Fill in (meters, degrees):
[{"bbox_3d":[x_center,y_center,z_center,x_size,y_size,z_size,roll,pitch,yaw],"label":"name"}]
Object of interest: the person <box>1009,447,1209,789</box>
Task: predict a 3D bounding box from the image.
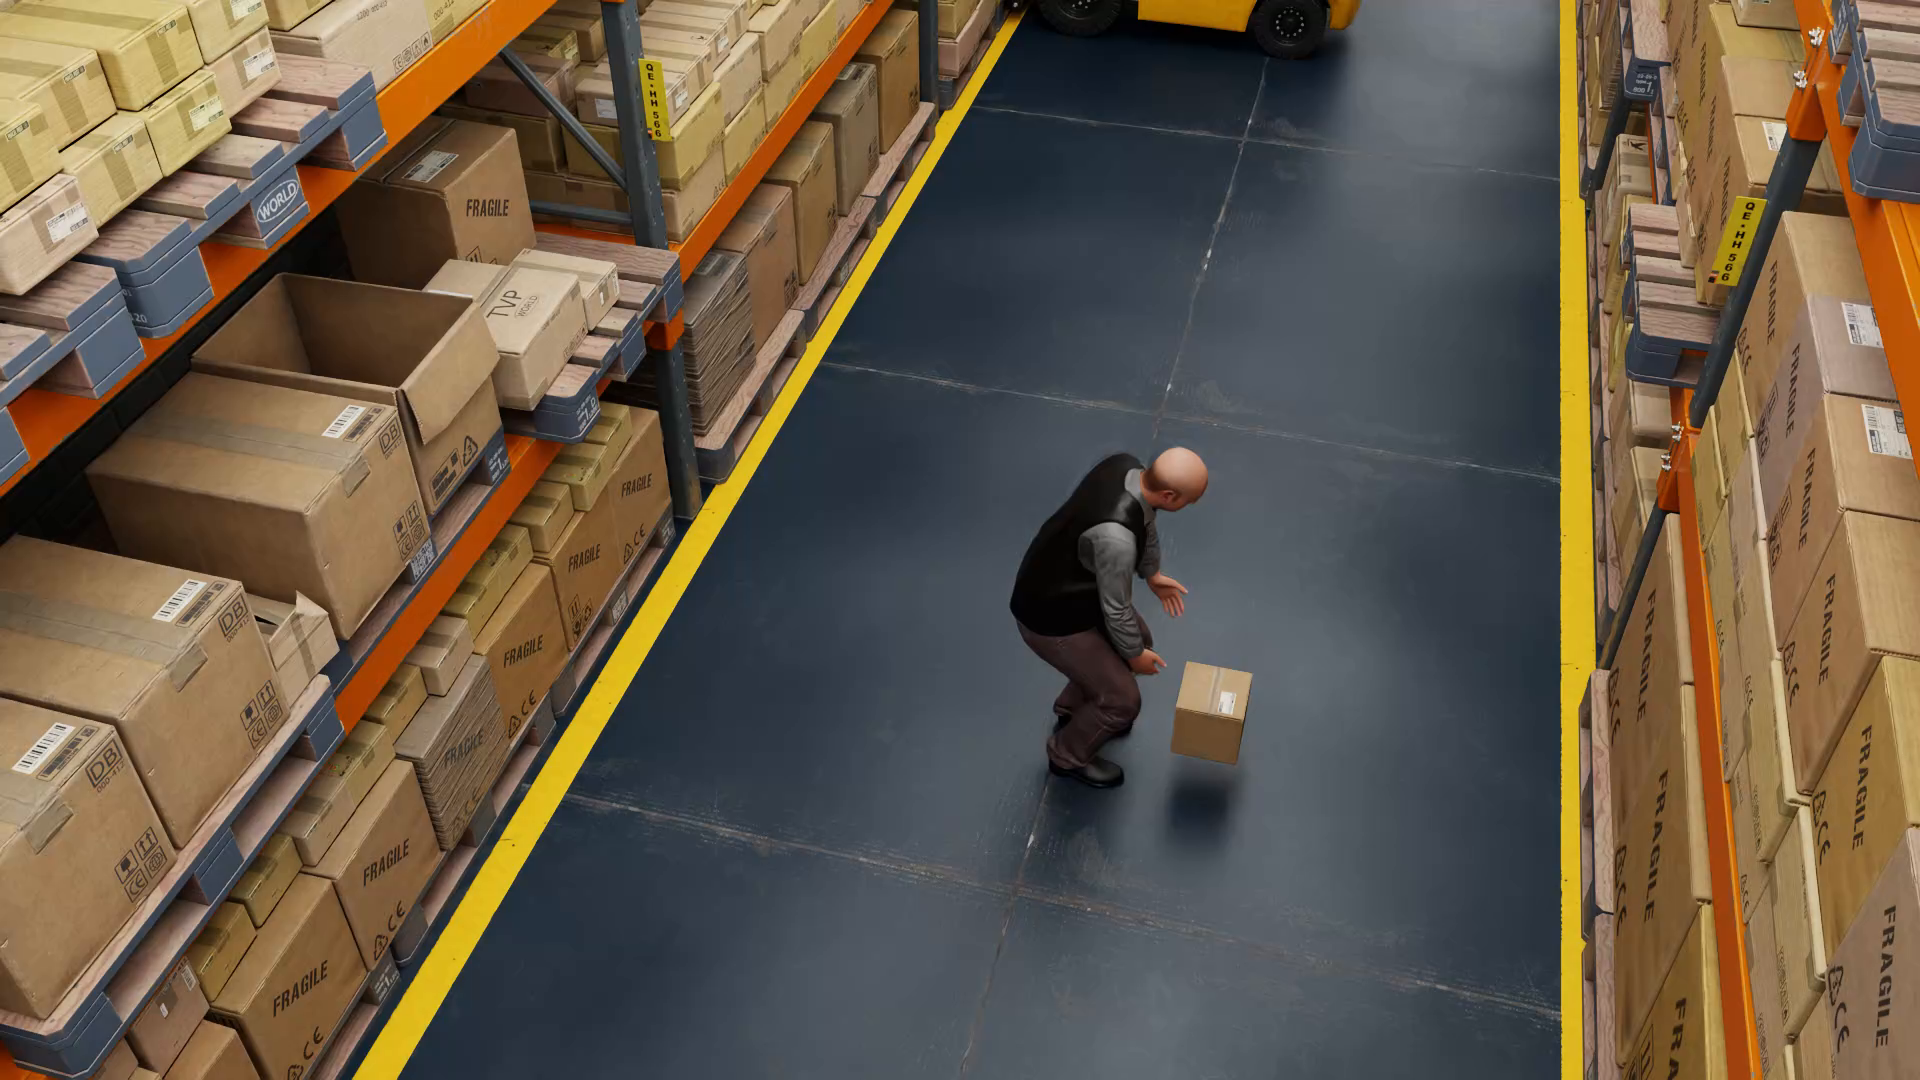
[{"bbox_3d":[0.535,0.238,6.085,0.624,1.488,0.589,10,42,12],"label":"person"}]
